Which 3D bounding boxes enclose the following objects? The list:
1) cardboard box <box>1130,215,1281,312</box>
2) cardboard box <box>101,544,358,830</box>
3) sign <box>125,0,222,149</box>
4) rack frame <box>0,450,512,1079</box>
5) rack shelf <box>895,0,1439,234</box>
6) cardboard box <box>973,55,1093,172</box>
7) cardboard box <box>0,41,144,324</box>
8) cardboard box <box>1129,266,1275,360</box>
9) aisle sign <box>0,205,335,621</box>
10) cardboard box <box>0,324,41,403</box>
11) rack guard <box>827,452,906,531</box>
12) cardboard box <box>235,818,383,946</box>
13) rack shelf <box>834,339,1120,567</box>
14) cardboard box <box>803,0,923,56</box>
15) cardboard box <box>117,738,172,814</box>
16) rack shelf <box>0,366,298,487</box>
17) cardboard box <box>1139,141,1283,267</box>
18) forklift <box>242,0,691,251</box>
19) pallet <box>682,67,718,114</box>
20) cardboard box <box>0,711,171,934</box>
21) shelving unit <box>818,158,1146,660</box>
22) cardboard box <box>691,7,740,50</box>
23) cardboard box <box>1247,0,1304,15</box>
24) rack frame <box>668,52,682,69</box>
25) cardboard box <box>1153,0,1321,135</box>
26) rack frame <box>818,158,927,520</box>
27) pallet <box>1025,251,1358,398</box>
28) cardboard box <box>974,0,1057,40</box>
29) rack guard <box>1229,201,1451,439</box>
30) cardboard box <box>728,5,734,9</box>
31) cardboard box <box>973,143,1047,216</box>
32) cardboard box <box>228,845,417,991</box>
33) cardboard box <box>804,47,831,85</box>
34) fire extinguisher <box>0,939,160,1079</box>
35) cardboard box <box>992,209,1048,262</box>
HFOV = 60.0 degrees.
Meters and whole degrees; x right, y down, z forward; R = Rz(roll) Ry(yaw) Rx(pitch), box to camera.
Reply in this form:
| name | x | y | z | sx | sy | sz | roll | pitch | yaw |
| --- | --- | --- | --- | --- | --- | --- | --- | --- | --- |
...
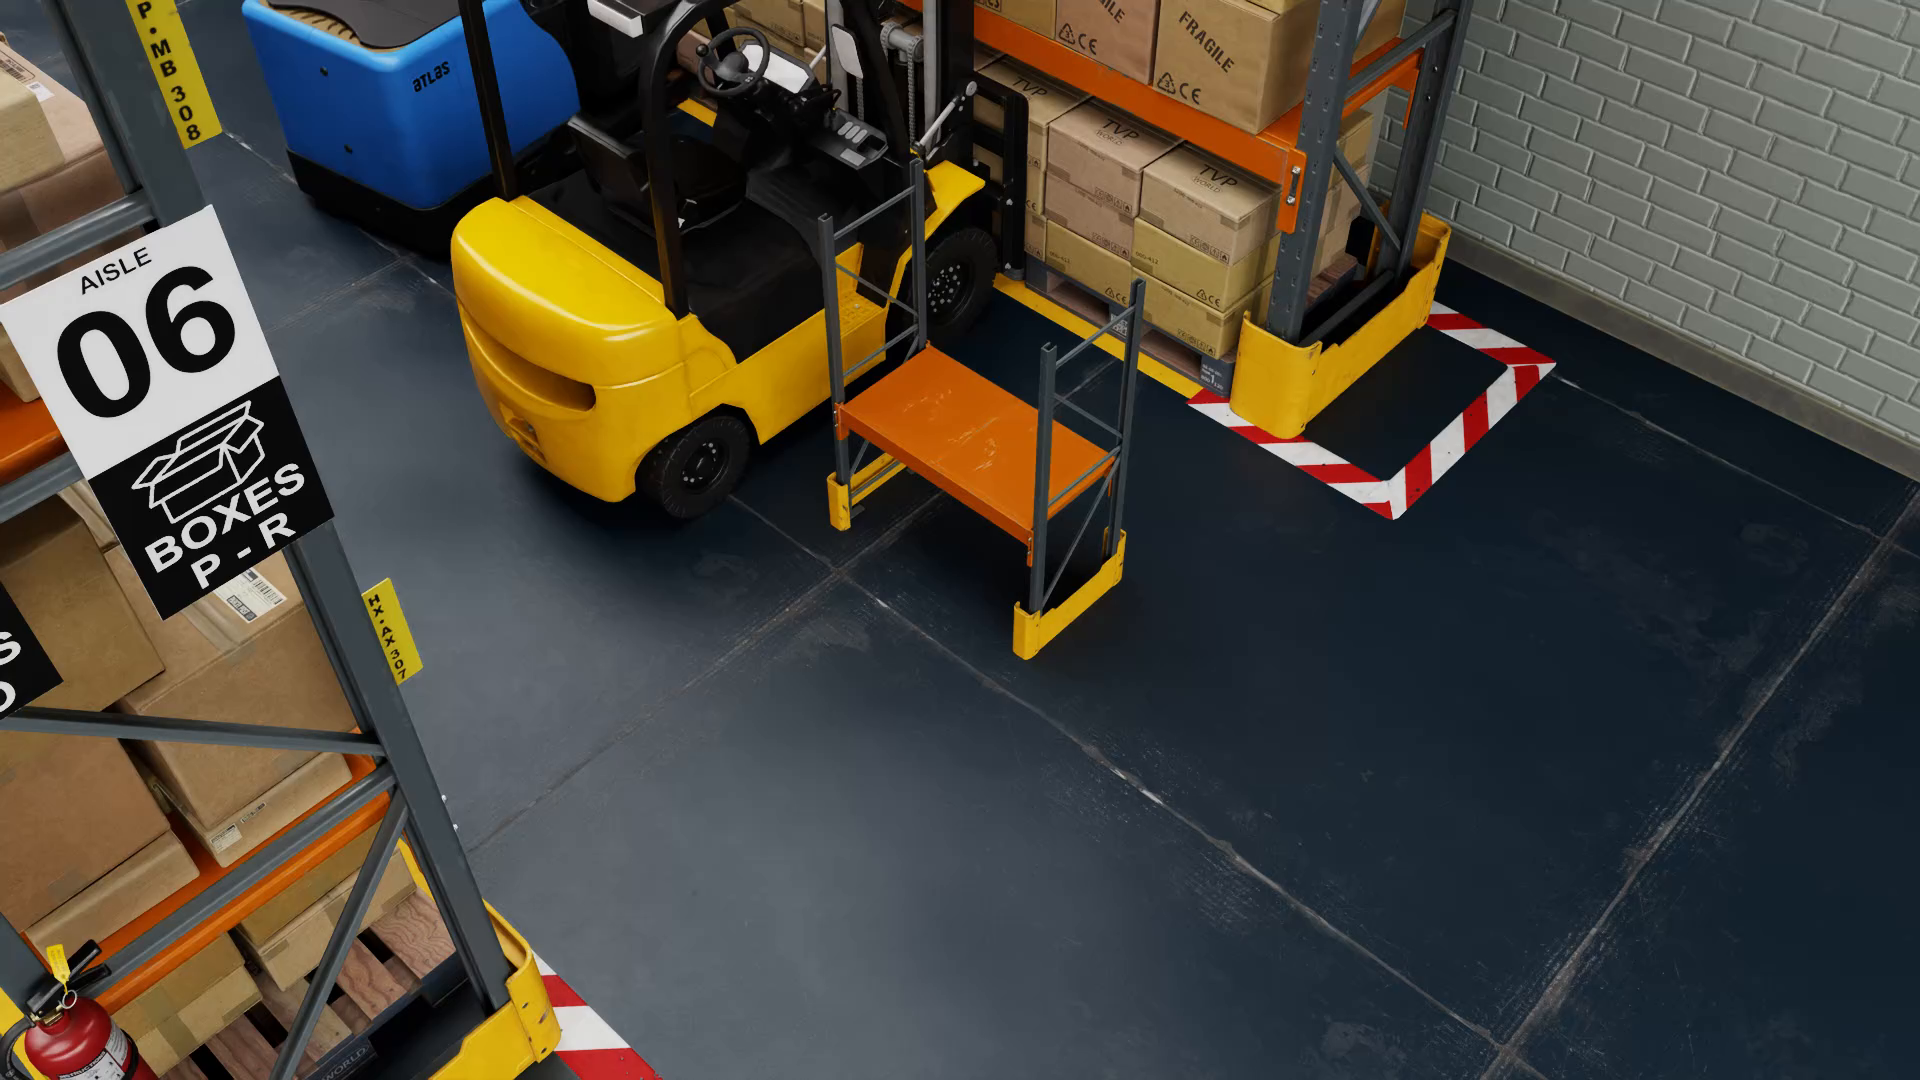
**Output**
| name | x | y | z | sx | sy | sz | roll | pitch | yaw |
| --- | --- | --- | --- | --- | --- | --- | --- | --- | --- |
| cardboard box | 1.090 | -1.297 | 7.165 | 0.500 | 0.250 | 0.500 | 33 | 55 | 27 |
| cardboard box | -1.864 | 0.292 | 4.146 | 0.500 | 0.500 | 0.500 | 33 | 55 | 27 |
| sign | -1.337 | -0.806 | 2.792 | 0.005 | 0.325 | 0.100 | 34 | 55 | 28 |
| rack frame | -1.704 | 0.811 | 3.931 | 0.127 | 3.000 | 1.000 | 34 | 55 | 28 |
| rack shelf | 0.190 | -2.593 | 7.620 | 4.000 | 0.370 | 1.077 | 34 | 55 | 28 |
| cardboard box | 0.353 | -1.949 | 7.435 | 0.500 | 0.250 | 0.500 | 35 | 56 | 28 |
| cardboard box | -1.893 | -0.658 | 3.151 | 0.500 | 0.250 | 0.500 | 33 | 55 | 27 |
| cardboard box | 1.100 | -1.116 | 7.338 | 0.500 | 0.250 | 0.500 | 34 | 56 | 28 |
| aisle sign | -1.449 | -0.214 | 3.110 | 0.004 | 0.787 | 0.394 | 34 | 55 | 28 |
| cardboard box | -1.728 | -0.468 | 3.246 | 0.250 | 0.149 | 0.380 | 34 | 55 | 28 |
| rack guard | -0.310 | -0.294 | 6.855 | 0.087 | 0.250 | 0.587 | 34 | 55 | 28 |
| cardboard box | -2.127 | 0.793 | 5.031 | 0.500 | 0.500 | 0.500 | 32 | 55 | 27 |
| rack shelf | 0.063 | -0.348 | 6.295 | 1.000 | 0.185 | 0.538 | 34 | 55 | 28 |
| cardboard box | -0.395 | -2.467 | 7.921 | 0.500 | 0.250 | 0.500 | 36 | 56 | 29 |
| cardboard box | -2.009 | 0.501 | 4.394 | 0.250 | 0.149 | 0.380 | 35 | 56 | 28 |
| rack shelf | -3.174 | -0.958 | 4.028 | 4.000 | 0.370 | 1.077 | 34 | 55 | 28 |
| cardboard box | 1.109 | -1.455 | 6.971 | 0.500 | 0.250 | 0.500 | 36 | 56 | 29 |
| forklift | -2.075 | -3.432 | 7.962 | 1.130 | 2.935 | 3.031 | 26 | 52 | 22 |
| pallet | -0.724 | -2.458 | 8.913 | 1.213 | 0.211 | 1.003 | 34 | 55 | 28 |
| cardboard box | -2.290 | 0.554 | 3.900 | 0.500 | 0.500 | 0.500 | 33 | 55 | 27 |
| shelving unit | 0.056 | -0.476 | 6.168 | 1.083 | 1.500 | 0.587 | 34 | 55 | 28 |
| cardboard box | -1.134 | -2.797 | 8.574 | 0.500 | 0.250 | 0.500 | 34 | 55 | 28 |
| cardboard box | 1.215 | -2.128 | 6.177 | 0.250 | 0.149 | 0.380 | 35 | 56 | 28 |
| rack frame | -1.280 | -3.828 | 8.286 | 0.127 | 3.000 | 1.000 | 34 | 55 | 28 |
| cardboard box | 1.120 | -1.987 | 6.489 | 0.500 | 0.500 | 0.500 | 33 | 55 | 27 |
| rack frame | -0.311 | -0.723 | 6.400 | 0.032 | 1.500 | 0.500 | 34 | 55 | 28 |
| pallet | 1.069 | -1.251 | 7.780 | 1.213 | 0.211 | 1.003 | 34 | 55 | 28 |
| cardboard box | 0.368 | -2.502 | 6.973 | 0.500 | 0.500 | 0.500 | 33 | 55 | 27 |
| rack guard | 1.677 | -0.983 | 7.330 | 0.348 | 0.500 | 1.175 | 34 | 55 | 28 |
| cardboard box | -1.137 | -2.965 | 8.389 | 0.500 | 0.250 | 0.500 | 33 | 55 | 27 |
| cardboard box | 0.335 | -1.795 | 7.633 | 0.500 | 0.250 | 0.500 | 33 | 55 | 27 |
| cardboard box | -2.110 | 1.061 | 5.294 | 0.500 | 0.250 | 0.500 | 33 | 55 | 27 |
| cardboard box | -0.401 | -2.294 | 8.102 | 0.500 | 0.250 | 0.500 | 33 | 55 | 27 |
| fire extinguisher | -1.933 | 1.141 | 3.674 | 0.183 | 0.674 | 0.296 | 34 | 55 | 28 |
| cardboard box | 0.379 | -1.619 | 7.810 | 0.500 | 0.250 | 0.500 | 35 | 56 | 28 |
